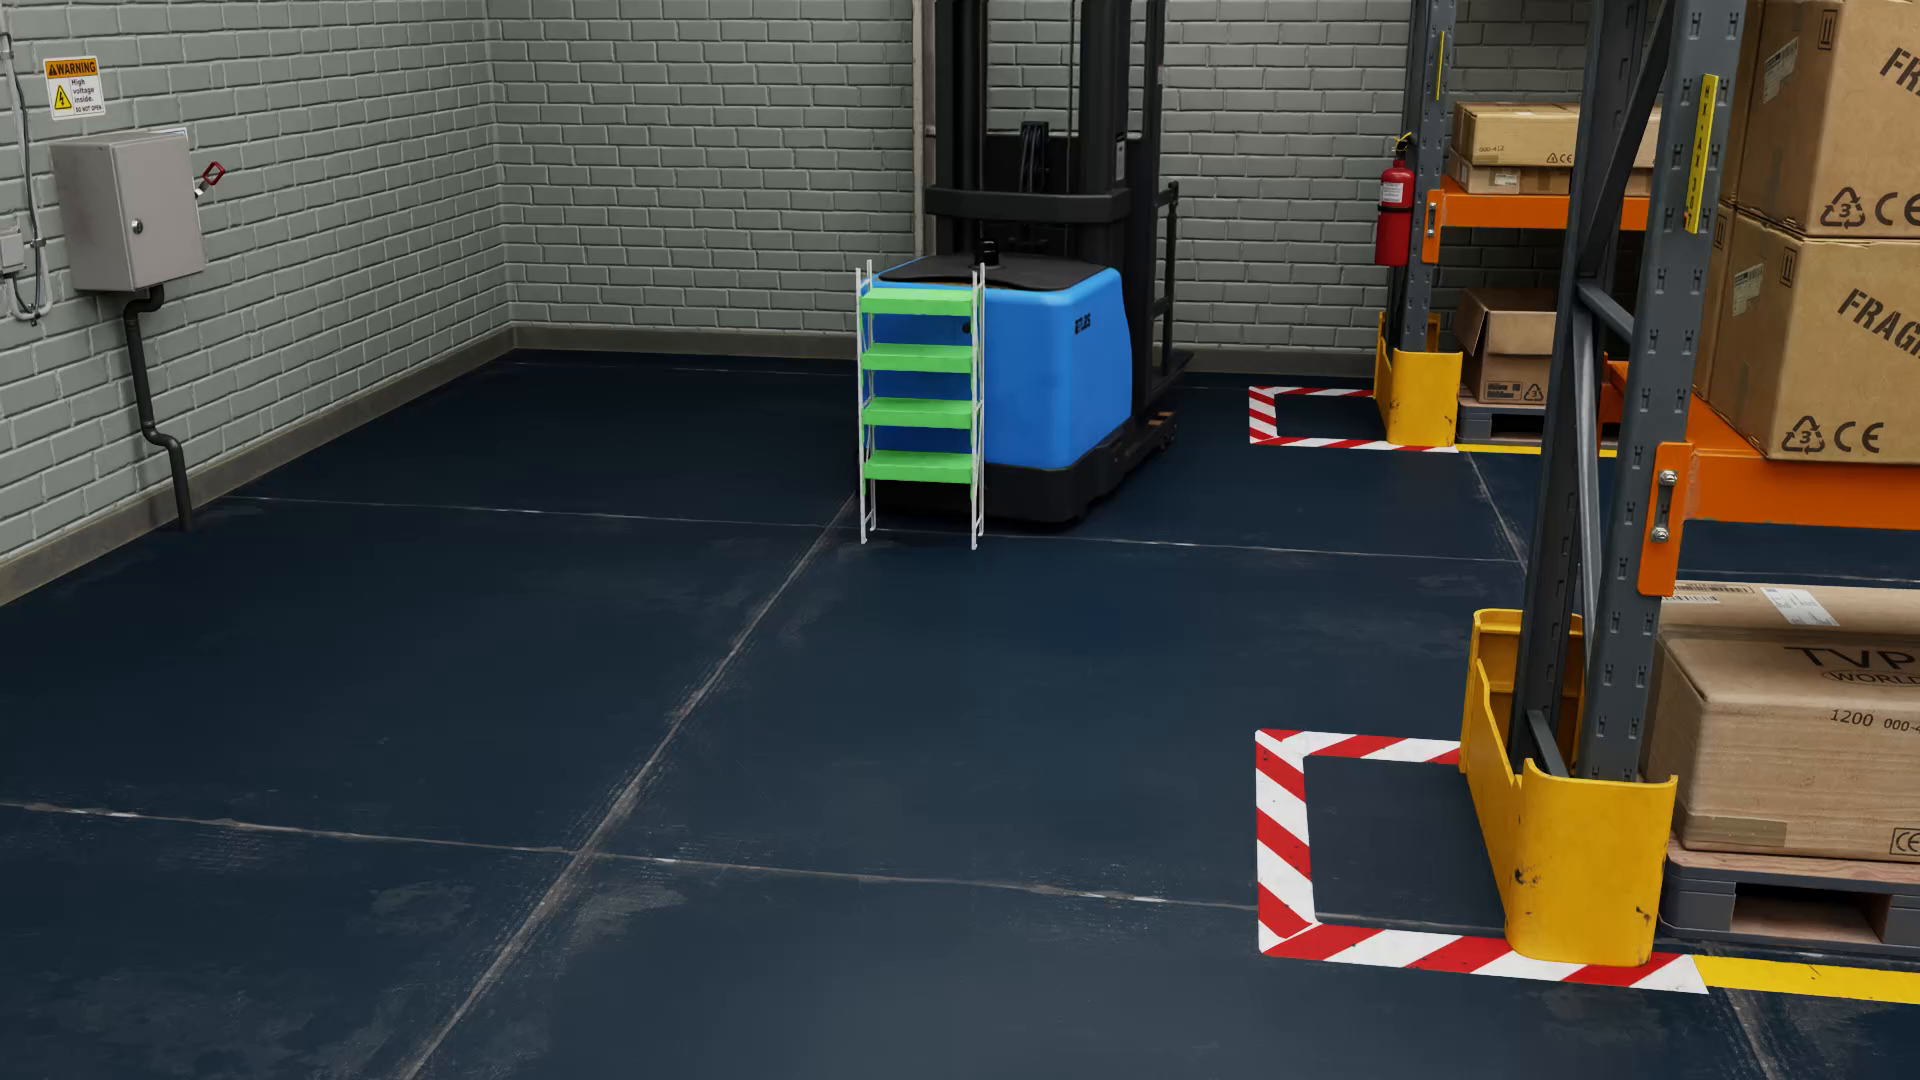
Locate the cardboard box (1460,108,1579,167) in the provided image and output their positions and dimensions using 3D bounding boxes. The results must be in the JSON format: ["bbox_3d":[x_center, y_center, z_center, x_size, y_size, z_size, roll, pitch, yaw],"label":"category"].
[{"bbox_3d":[2.860,-2.066,8.517,0.500,0.250,0.500,3,19,9],"label":"cardboard box"}]

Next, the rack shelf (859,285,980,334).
[{"bbox_3d":[-0.163,-0.972,7.006,0.480,0.148,0.258,3,19,9],"label":"rack shelf"}]

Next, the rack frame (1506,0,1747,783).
[{"bbox_3d":[1.671,-0.548,4.212,0.127,3.000,1.000,3,19,9],"label":"rack frame"}]

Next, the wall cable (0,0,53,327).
[{"bbox_3d":[-3.687,-1.751,6.207,0.122,1.984,0.588,3,19,9],"label":"wall cable"}]

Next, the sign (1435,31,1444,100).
[{"bbox_3d":[2.369,-2.343,8.215,0.005,0.325,0.100,3,19,9],"label":"sign"}]

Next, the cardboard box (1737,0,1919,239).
[{"bbox_3d":[2.100,-0.956,3.699,0.500,0.500,0.500,3,19,7],"label":"cardboard box"}]

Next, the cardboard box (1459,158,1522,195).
[{"bbox_3d":[2.736,-1.881,8.594,0.250,0.149,0.380,3,19,8],"label":"cardboard box"}]

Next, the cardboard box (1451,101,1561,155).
[{"bbox_3d":[2.951,-2.233,9.016,0.500,0.250,0.500,3,19,10],"label":"cardboard box"}]

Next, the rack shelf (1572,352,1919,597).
[{"bbox_3d":[3.646,-0.106,4.026,4.000,0.370,1.077,3,19,9],"label":"rack shelf"}]

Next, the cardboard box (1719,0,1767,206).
[{"bbox_3d":[2.185,-1.119,4.188,0.500,0.500,0.500,4,19,10],"label":"cardboard box"}]

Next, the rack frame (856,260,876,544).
[{"bbox_3d":[-0.404,-0.590,7.174,0.015,1.200,0.240,3,19,9],"label":"rack frame"}]

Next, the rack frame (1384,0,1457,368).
[{"bbox_3d":[2.455,-2.103,8.860,0.127,3.000,1.000,3,19,9],"label":"rack frame"}]

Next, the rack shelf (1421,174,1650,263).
[{"bbox_3d":[4.429,-1.661,8.674,4.000,0.370,1.077,3,19,9],"label":"rack shelf"}]

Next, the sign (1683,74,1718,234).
[{"bbox_3d":[1.577,-0.822,3.544,0.005,0.325,0.100,3,19,9],"label":"sign"}]

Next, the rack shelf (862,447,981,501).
[{"bbox_3d":[-0.163,-0.289,7.234,0.480,0.148,0.258,3,19,9],"label":"rack shelf"}]

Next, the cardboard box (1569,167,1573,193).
[{"bbox_3d":[3.259,-1.881,8.592,0.250,0.149,0.380,3,19,8],"label":"cardboard box"}]

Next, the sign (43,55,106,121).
[{"bbox_3d":[-3.636,-1.860,6.832,0.001,0.242,0.339,3,19,9],"label":"sign"}]

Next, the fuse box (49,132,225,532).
[{"bbox_3d":[-3.423,-0.864,7.188,0.414,1.711,0.539,3,19,9],"label":"fuse box"}]

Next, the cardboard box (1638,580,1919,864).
[{"bbox_3d":[2.339,0.470,4.547,0.875,0.438,0.875,2,19,7],"label":"cardboard box"}]

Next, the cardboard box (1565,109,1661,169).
[{"bbox_3d":[3.358,-2.040,8.441,0.500,0.250,0.500,3,19,9],"label":"cardboard box"}]

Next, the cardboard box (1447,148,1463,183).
[{"bbox_3d":[2.824,-2.051,9.102,0.250,0.149,0.380,3,19,8],"label":"cardboard box"}]

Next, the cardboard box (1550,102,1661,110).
[{"bbox_3d":[3.460,-2.206,8.938,0.500,0.250,0.500,3,19,9],"label":"cardboard box"}]

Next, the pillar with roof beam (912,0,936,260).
[{"bbox_3d":[-0.747,-4.017,5.127,0.400,9.000,9.100,3,19,9],"label":"pillar with roof beam"}]

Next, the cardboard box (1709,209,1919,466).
[{"bbox_3d":[2.099,-0.481,3.855,0.500,0.500,0.500,3,19,8],"label":"cardboard box"}]

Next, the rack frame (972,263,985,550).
[{"bbox_3d":[0.077,-0.565,7.101,0.015,1.200,0.240,3,19,9],"label":"rack frame"}]

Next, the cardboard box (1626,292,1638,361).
[{"bbox_3d":[3.881,-1.001,8.845,0.500,0.500,0.700,4,19,11],"label":"cardboard box"}]

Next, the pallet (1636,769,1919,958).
[{"bbox_3d":[2.473,0.791,4.608,1.213,0.211,1.003,3,19,9],"label":"pallet"}]

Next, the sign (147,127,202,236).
[{"bbox_3d":[-3.549,-1.595,7.492,0.001,0.494,0.329,3,19,9],"label":"sign"}]

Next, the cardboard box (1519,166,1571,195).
[{"bbox_3d":[2.994,-1.883,8.599,0.250,0.149,0.380,3,19,10],"label":"cardboard box"}]

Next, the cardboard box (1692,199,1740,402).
[{"bbox_3d":[2.189,-0.654,4.372,0.500,0.500,0.500,3,19,9],"label":"cardboard box"}]

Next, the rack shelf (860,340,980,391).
[{"bbox_3d":[-0.163,-0.744,7.082,0.480,0.148,0.258,3,19,9],"label":"rack shelf"}]

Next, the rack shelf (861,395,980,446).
[{"bbox_3d":[-0.163,-0.517,7.158,0.480,0.148,0.258,3,19,9],"label":"rack shelf"}]

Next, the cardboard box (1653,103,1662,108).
[{"bbox_3d":[3.948,-2.180,8.859,0.500,0.250,0.500,4,19,10],"label":"cardboard box"}]

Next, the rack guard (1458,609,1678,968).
[{"bbox_3d":[1.647,0.637,4.613,0.348,0.500,1.175,3,19,9],"label":"rack guard"}]

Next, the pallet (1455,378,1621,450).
[{"bbox_3d":[3.317,-0.737,9.172,1.213,0.211,1.003,3,19,9],"label":"pallet"}]

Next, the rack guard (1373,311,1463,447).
[{"bbox_3d":[2.530,-0.914,9.246,0.348,0.500,1.175,3,19,9],"label":"rack guard"}]

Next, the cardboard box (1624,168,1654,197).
[{"bbox_3d":[3.499,-1.849,8.497,0.250,0.149,0.380,4,19,10],"label":"cardboard box"}]

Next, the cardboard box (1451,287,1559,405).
[{"bbox_3d":[3.044,-1.058,9.009,0.637,0.503,0.797,2,19,6],"label":"cardboard box"}]

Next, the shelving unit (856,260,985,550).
[{"bbox_3d":[-0.163,-0.577,7.138,0.503,1.200,0.258,3,19,9],"label":"shelving unit"}]

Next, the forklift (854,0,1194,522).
[{"bbox_3d":[0.529,-1.896,8.352,1.130,2.935,3.031,7,20,20],"label":"forklift"}]

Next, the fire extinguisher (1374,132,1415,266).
[{"bbox_3d":[2.236,-1.752,8.521,0.183,0.674,0.296,3,19,9],"label":"fire extinguisher"}]
